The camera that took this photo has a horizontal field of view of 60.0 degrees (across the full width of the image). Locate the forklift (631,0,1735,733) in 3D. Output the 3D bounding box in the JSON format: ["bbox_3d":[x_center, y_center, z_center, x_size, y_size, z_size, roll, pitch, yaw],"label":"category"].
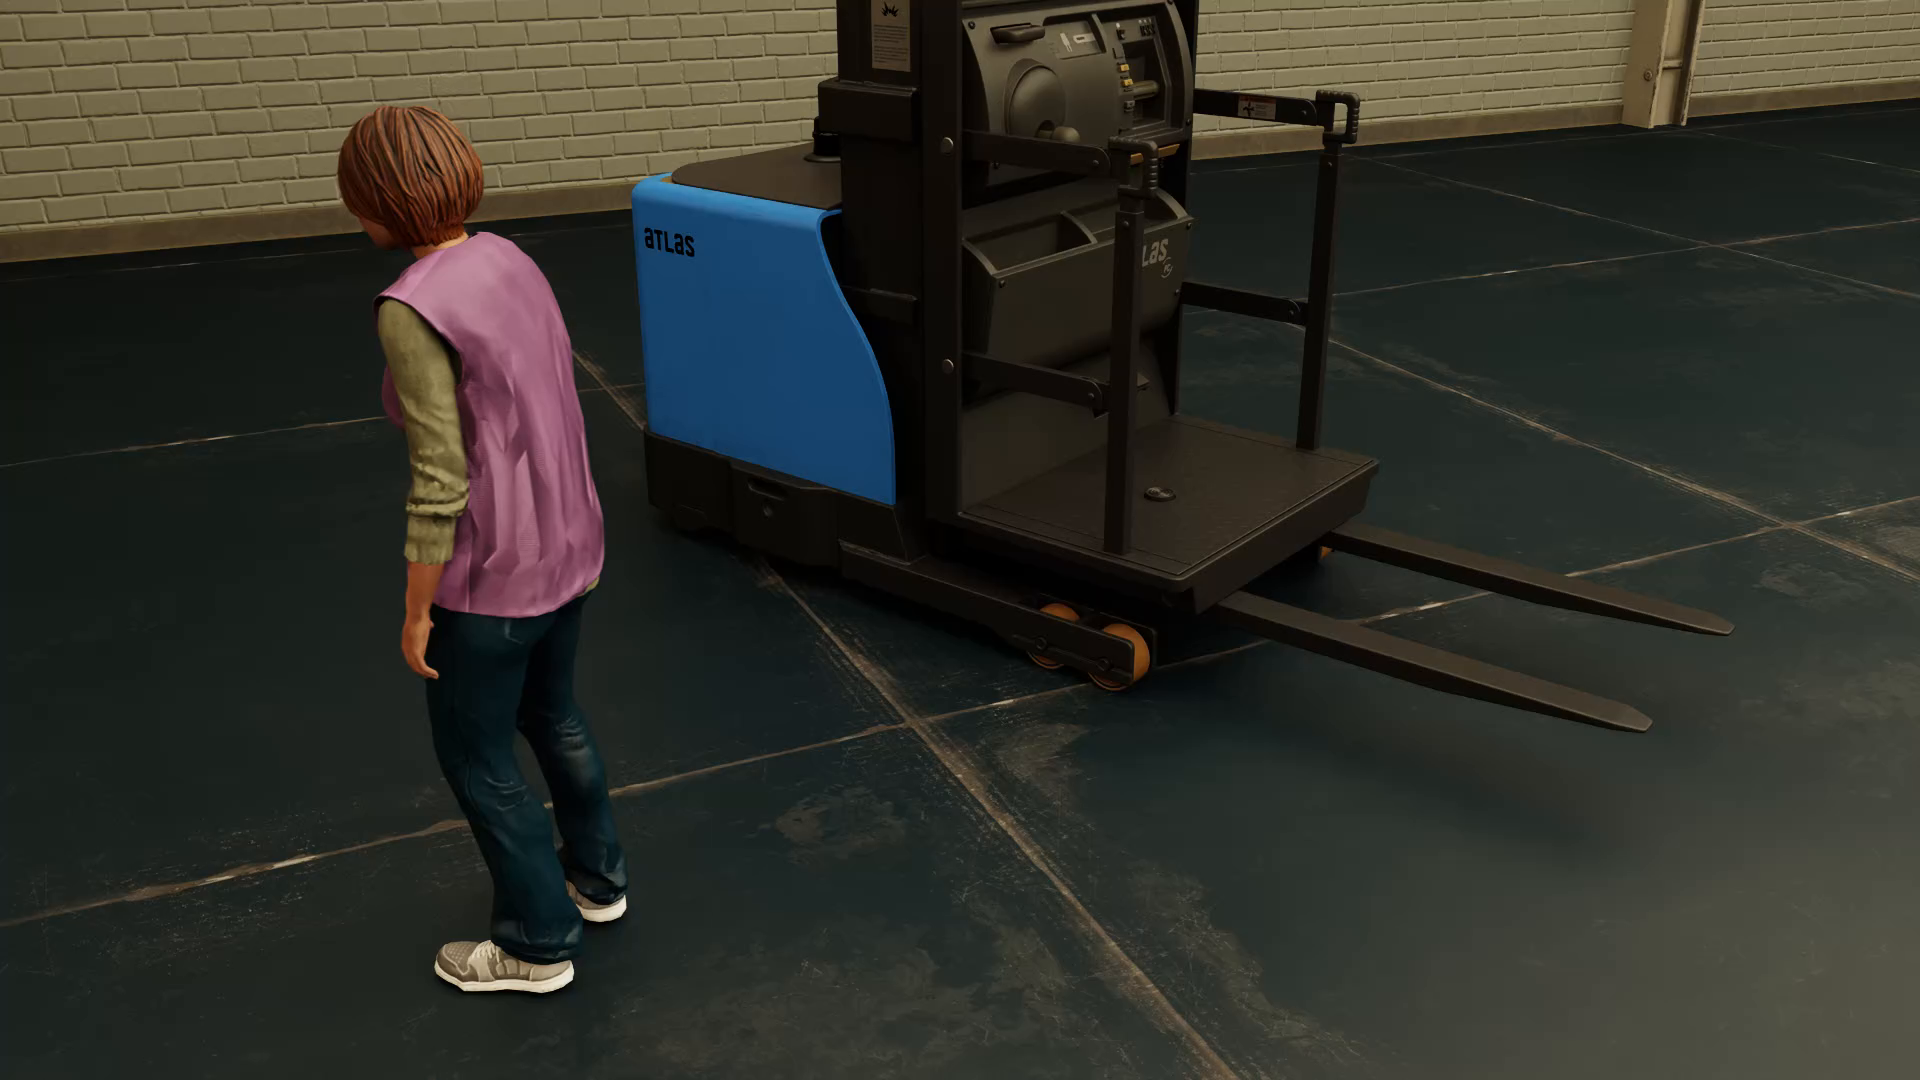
[{"bbox_3d":[0.489,-1.203,4.182,3.031,2.935,1.130,17,28,35],"label":"forklift"}]

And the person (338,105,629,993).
[{"bbox_3d":[-0.799,0.065,2.890,0.343,1.582,0.487,7,23,16],"label":"person"}]
